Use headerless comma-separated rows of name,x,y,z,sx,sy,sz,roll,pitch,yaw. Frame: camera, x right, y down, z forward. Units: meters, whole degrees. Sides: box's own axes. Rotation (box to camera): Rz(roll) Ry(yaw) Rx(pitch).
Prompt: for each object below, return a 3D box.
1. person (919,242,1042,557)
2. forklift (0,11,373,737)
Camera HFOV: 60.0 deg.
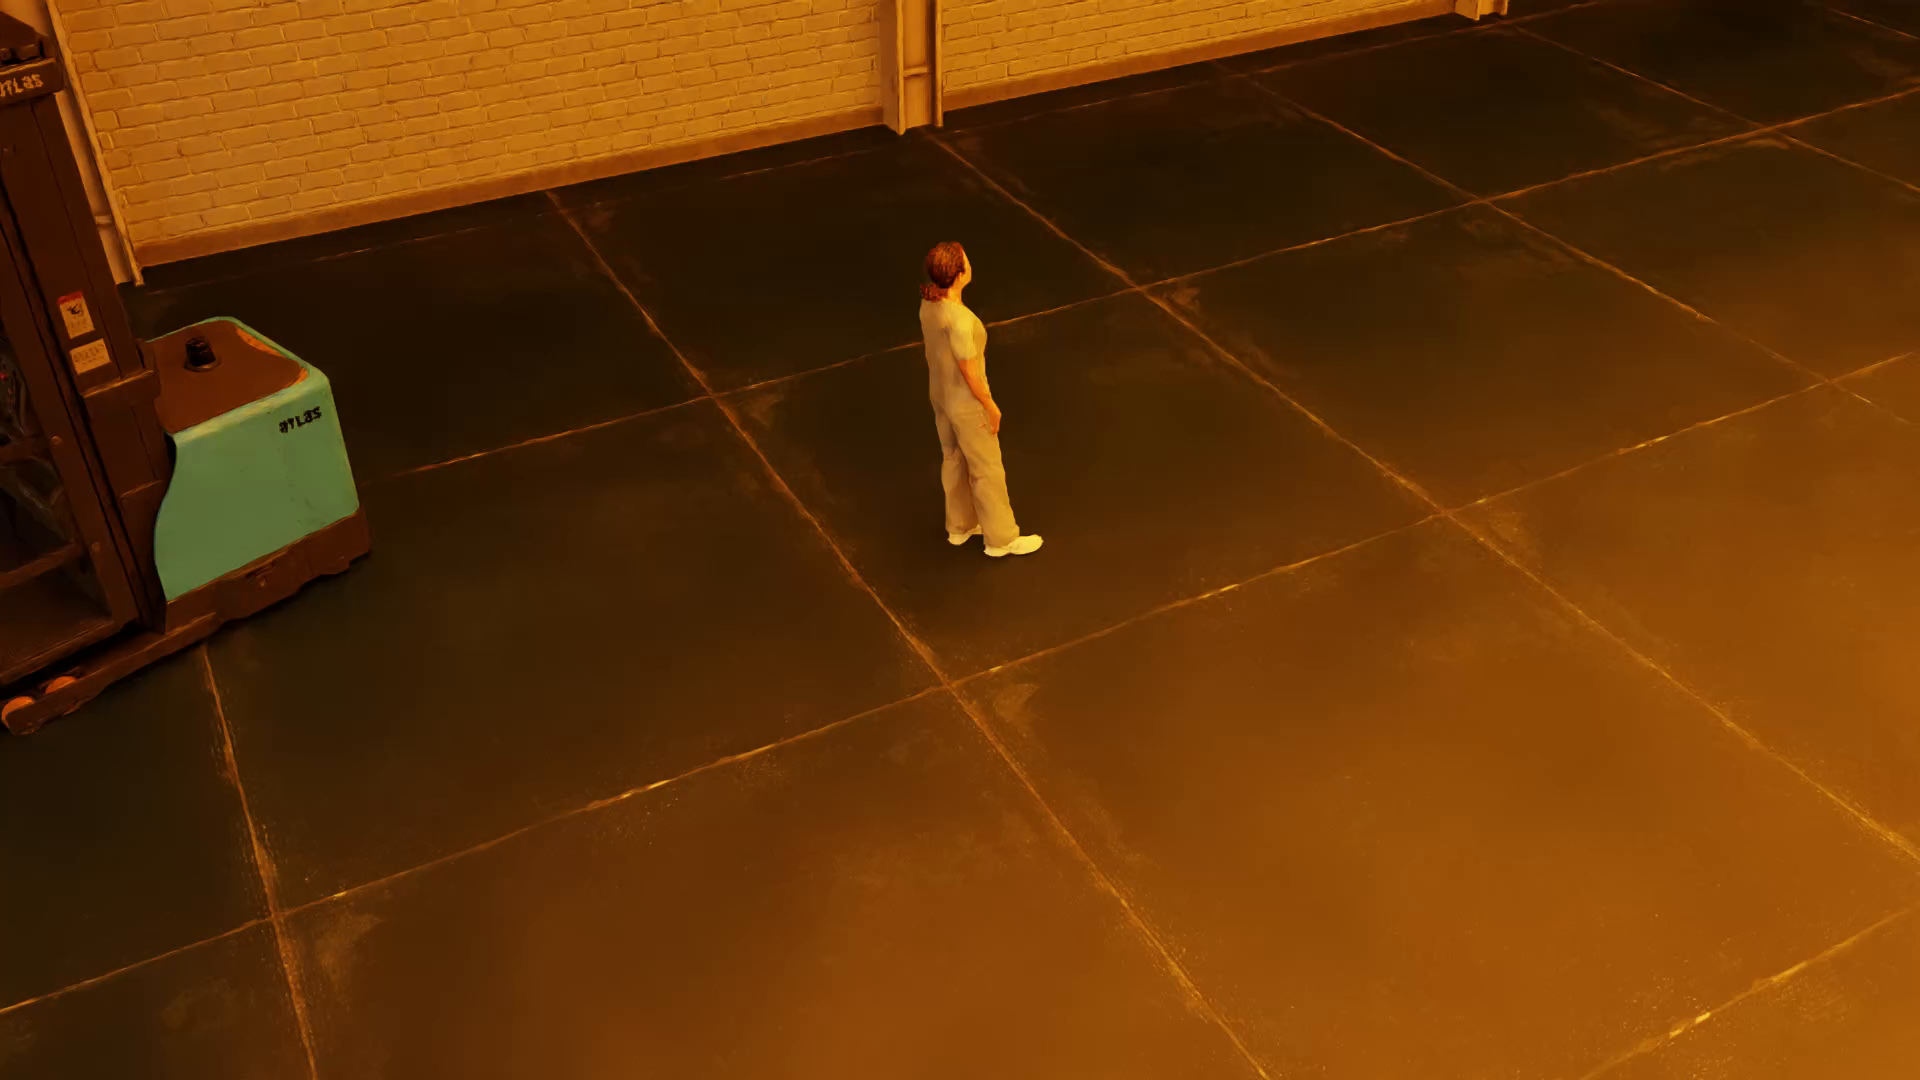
person,0.072,-0.703,8.193,0.548,1.674,0.550,-17,39,-23
forklift,-4.362,-0.662,7.059,1.130,2.935,3.031,27,44,33
